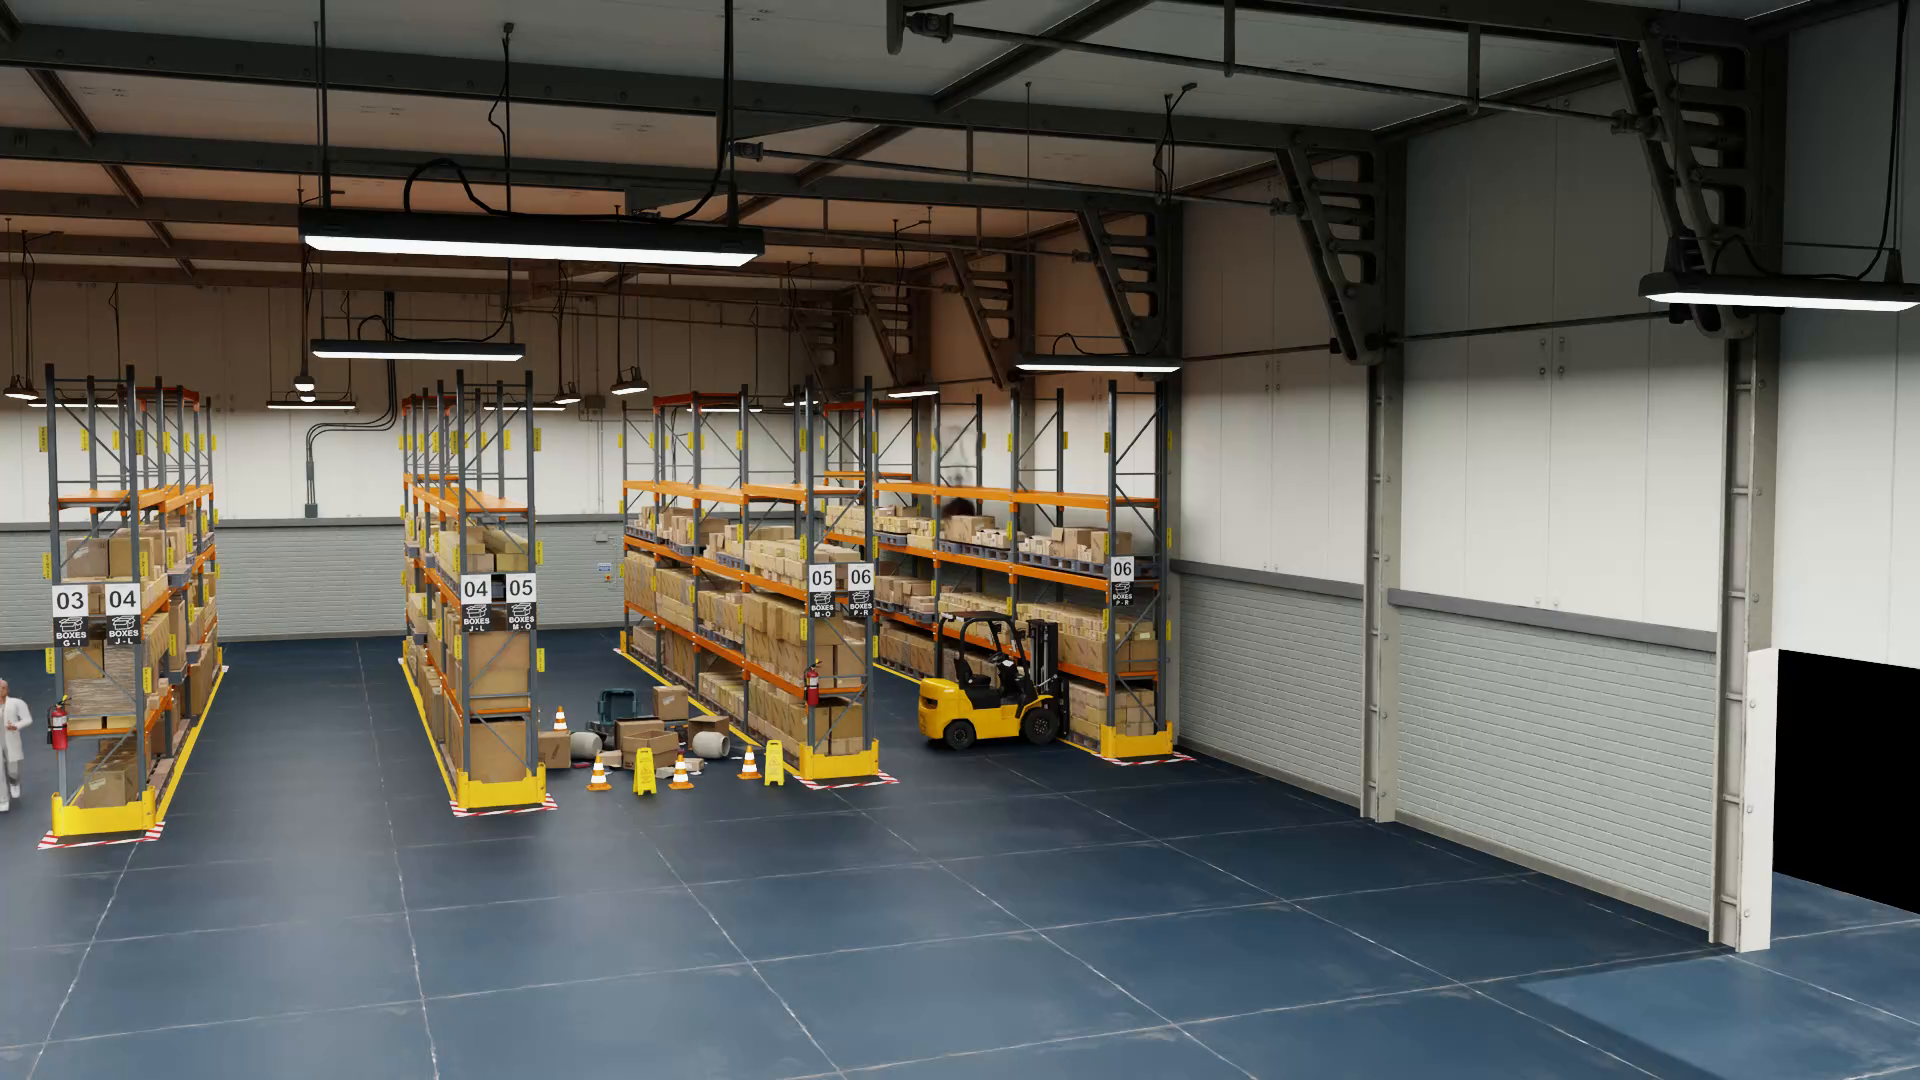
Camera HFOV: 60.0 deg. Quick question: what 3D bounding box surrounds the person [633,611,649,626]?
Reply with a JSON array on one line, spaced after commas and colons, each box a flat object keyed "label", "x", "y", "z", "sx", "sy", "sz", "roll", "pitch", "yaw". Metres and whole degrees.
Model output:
[{"label": "person", "x": -7.796, "y": 1.816, "z": 41.136, "sx": 0.533, "sy": 1.581, "sz": 0.693, "roll": 0, "pitch": 3, "yaw": 6}]

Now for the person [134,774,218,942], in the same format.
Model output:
[{"label": "person", "x": -7.878, "y": 3.157, "z": 16.657, "sx": 0.791, "sy": 1.787, "sz": 0.676, "roll": 1, "pitch": 3, "yaw": 9}]

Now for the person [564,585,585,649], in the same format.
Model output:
[{"label": "person", "x": -9.358, "y": 1.868, "z": 40.360, "sx": 0.544, "sy": 1.554, "sz": 0.545, "roll": -2, "pitch": 4, "yaw": -27}]

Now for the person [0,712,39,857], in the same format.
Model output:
[{"label": "person", "x": -11.474, "y": 2.962, "z": 20.231, "sx": 0.570, "sy": 1.700, "sz": 0.708, "roll": 2, "pitch": 4, "yaw": 31}]
